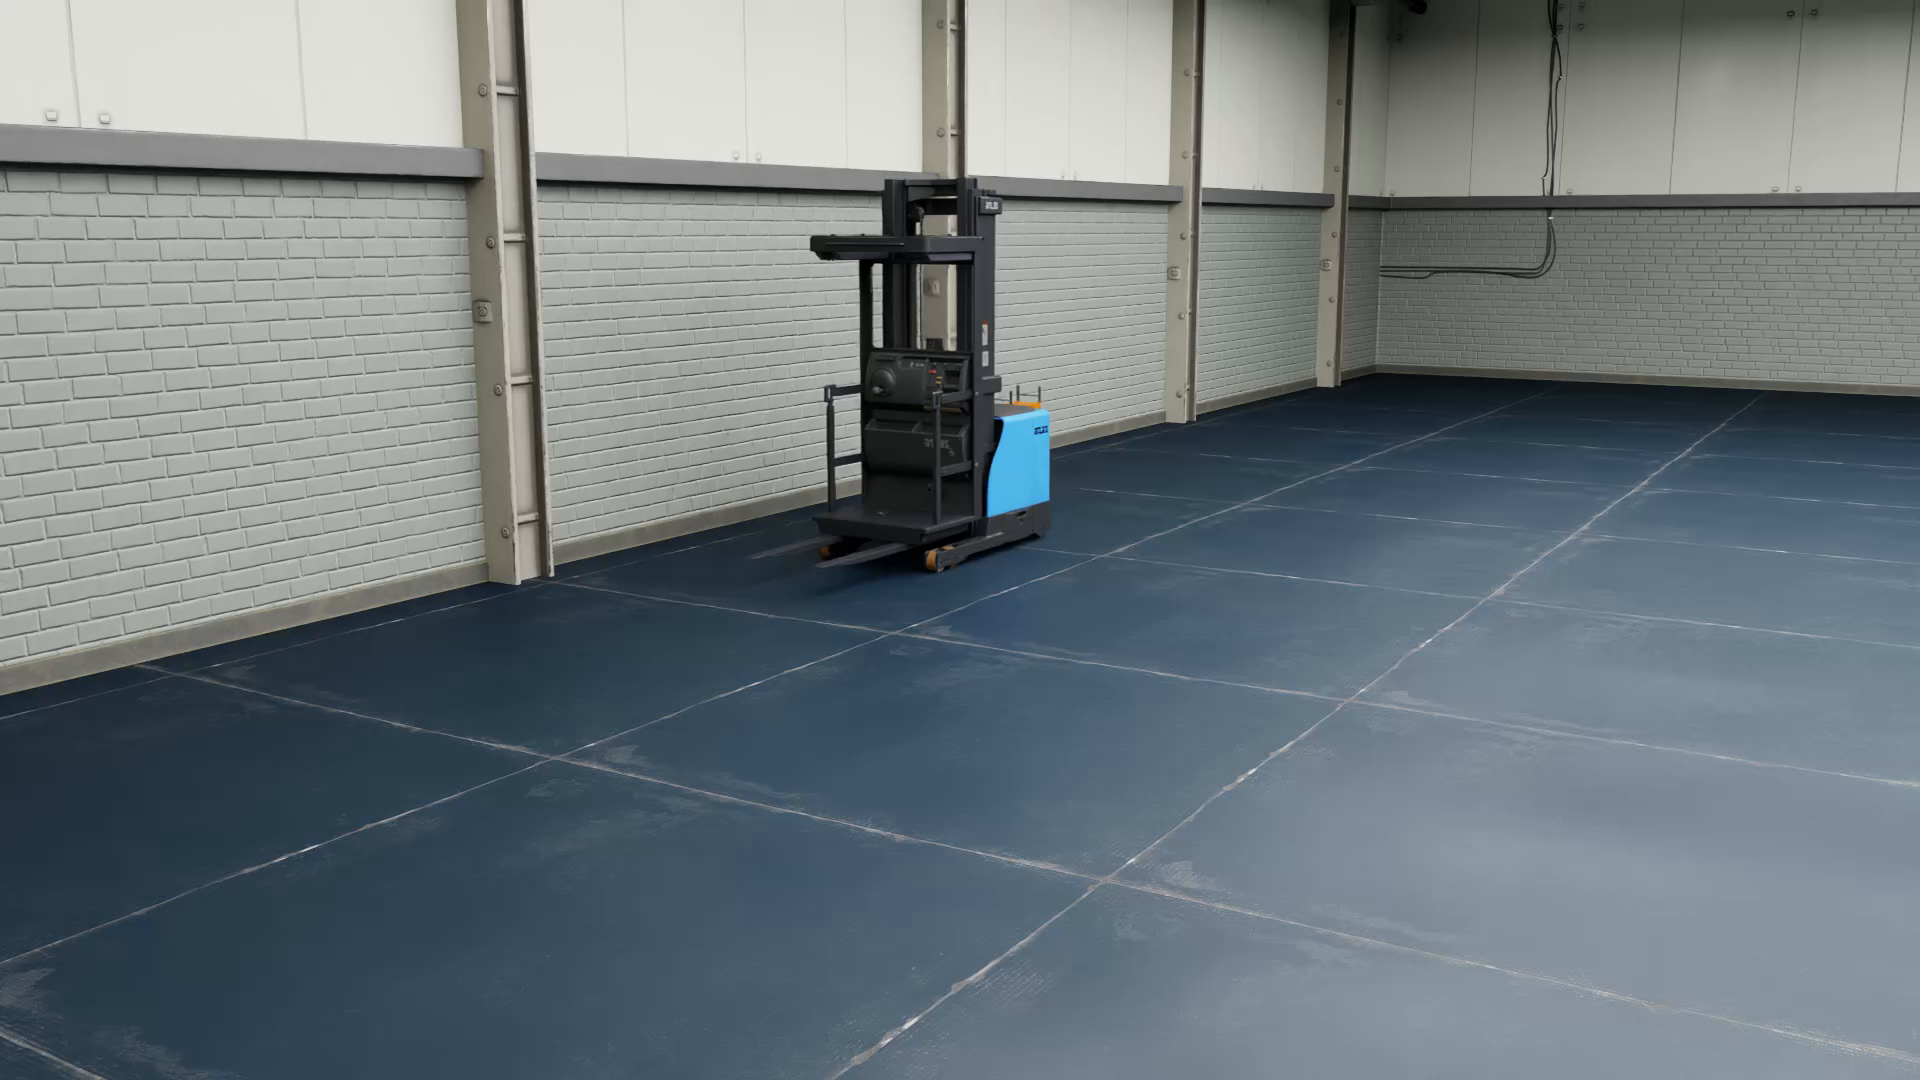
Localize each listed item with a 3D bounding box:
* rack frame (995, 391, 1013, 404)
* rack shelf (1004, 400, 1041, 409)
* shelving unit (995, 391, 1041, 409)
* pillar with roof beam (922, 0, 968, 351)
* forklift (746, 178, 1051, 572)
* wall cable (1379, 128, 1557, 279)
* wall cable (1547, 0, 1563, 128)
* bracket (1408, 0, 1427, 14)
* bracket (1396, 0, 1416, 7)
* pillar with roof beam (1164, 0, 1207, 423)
[{"bbox_3d":[0.343,-0.687,14.279,0.240,1.200,0.015,7,12,32],"label":"rack frame"},{"bbox_3d":[0.473,-1.111,14.409,0.258,0.148,0.480,7,12,32],"label":"rack shelf"},{"bbox_3d":[0.470,-0.724,14.476,0.258,1.200,0.492,7,12,32],"label":"shelving unit"},{"bbox_3d":[3.529,-4.673,14.377,9.100,9.000,0.400,6,12,31],"label":"pillar with roof beam"},{"bbox_3d":[-0.450,-1.296,12.826,1.130,2.935,3.031,7,12,32],"label":"forklift"},{"bbox_3d":[8.739,-5.783,28.740,3.097,2.526,0.112,6,12,31],"label":"wall cable"},{"bbox_3d":[11.051,-8.007,26.895,3.097,2.526,0.112,6,12,31],"label":"wall cable"},{"bbox_3d":[7.829,-9.145,28.482,0.235,0.232,0.430,6,12,31],"label":"bracket"},{"bbox_3d":[7.522,-9.052,27.986,0.076,0.066,3.189,6,12,31],"label":"bracket"},{"bbox_3d":[6.644,-5.617,19.417,9.100,9.000,0.400,6,12,31],"label":"pillar with roof beam"}]
